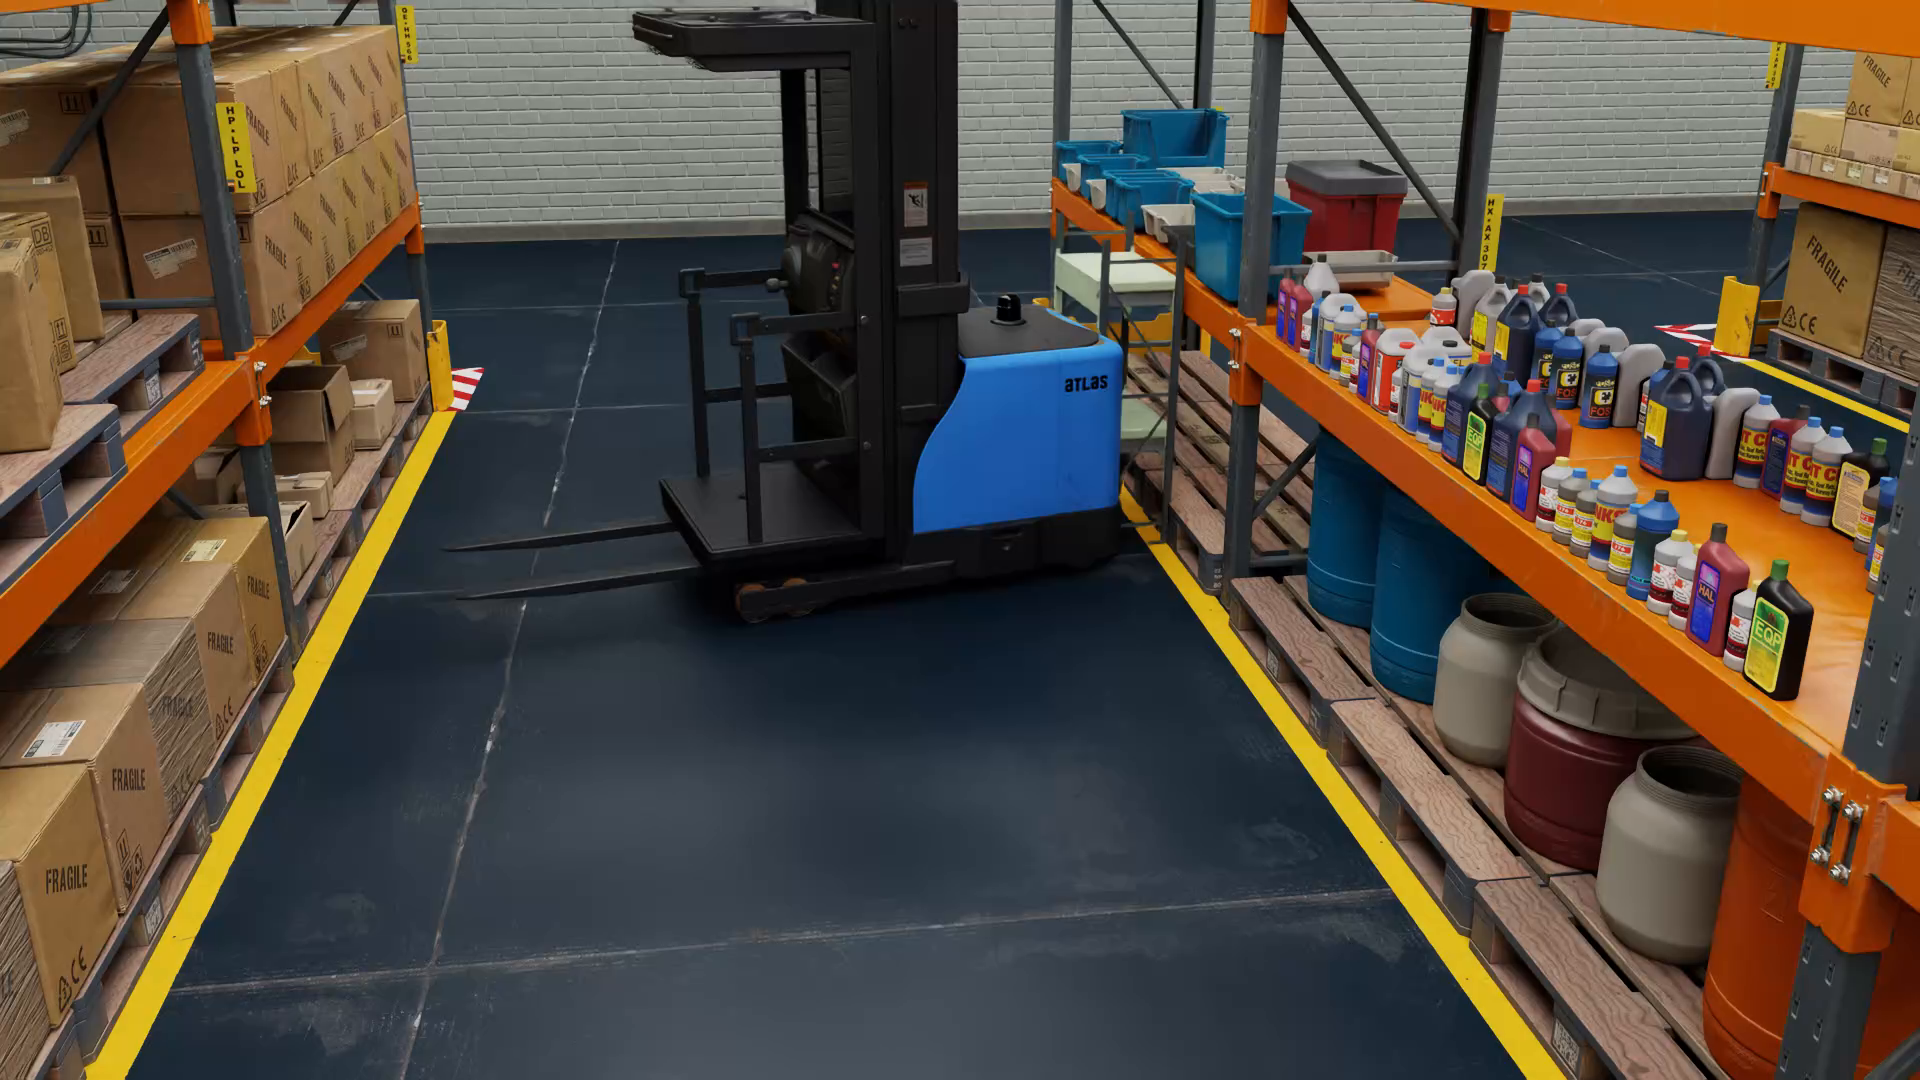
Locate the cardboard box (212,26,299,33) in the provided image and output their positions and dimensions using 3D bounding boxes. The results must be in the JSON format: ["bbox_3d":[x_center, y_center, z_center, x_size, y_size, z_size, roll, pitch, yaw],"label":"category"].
[{"bbox_3d":[-4.005,-2.615,9.357,0.500,0.500,0.500,-2,21,-6],"label":"cardboard box"}]

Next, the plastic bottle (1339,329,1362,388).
[{"bbox_3d":[1.417,-0.655,5.968,0.097,0.201,0.097,0,20,0],"label":"plastic bottle"}]

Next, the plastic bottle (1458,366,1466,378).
[{"bbox_3d":[1.649,-0.469,5.469,0.097,0.201,0.097,0,20,0],"label":"plastic bottle"}]

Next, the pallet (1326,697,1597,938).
[{"bbox_3d":[1.920,0.869,5.588,1.003,0.211,1.213,-3,21,-8],"label":"pallet"}]

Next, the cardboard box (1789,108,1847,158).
[{"bbox_3d":[5.798,-2.654,10.824,0.500,0.250,0.500,-3,21,-9],"label":"cardboard box"}]

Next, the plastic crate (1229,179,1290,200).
[{"bbox_3d":[1.633,-1.640,8.405,0.437,0.282,0.530,-3,21,-8],"label":"plastic crate"}]

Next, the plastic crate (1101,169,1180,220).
[{"bbox_3d":[0.994,-1.906,9.187,0.416,0.233,0.300,-3,21,-8],"label":"plastic crate"}]

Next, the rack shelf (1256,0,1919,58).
[{"bbox_3d":[1.959,-1.506,4.701,1.077,0.370,4.000,-3,21,-8],"label":"rack shelf"}]

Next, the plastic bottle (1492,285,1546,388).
[{"bbox_3d":[2.011,-0.734,5.964,0.144,0.351,0.185,-3,21,-8],"label":"plastic bottle"}]

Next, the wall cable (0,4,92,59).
[{"bbox_3d":[-9.171,-5.347,14.109,3.097,2.526,0.112,-3,21,-8],"label":"wall cable"}]

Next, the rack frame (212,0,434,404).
[{"bbox_3d":[-3.808,-2.266,9.997,1.000,3.000,0.127,-3,21,-8],"label":"rack frame"}]

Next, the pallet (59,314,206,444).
[{"bbox_3d":[-3.224,-0.509,5.567,1.003,0.211,1.213,-3,21,-8],"label":"pallet"}]

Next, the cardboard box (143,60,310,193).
[{"bbox_3d":[-3.095,-1.752,7.049,0.500,0.500,0.500,-4,21,-9],"label":"cardboard box"}]

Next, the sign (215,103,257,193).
[{"bbox_3d":[-2.682,-1.453,6.164,0.100,0.325,0.005,-3,21,-8],"label":"sign"}]

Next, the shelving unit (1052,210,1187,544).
[{"bbox_3d":[0.752,-0.804,8.205,0.431,1.500,0.755,-4,21,-13],"label":"shelving unit"}]

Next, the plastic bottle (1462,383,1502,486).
[{"bbox_3d":[1.557,-0.315,4.938,0.061,0.283,0.133,-3,21,-8],"label":"plastic bottle"}]

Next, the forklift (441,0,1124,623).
[{"bbox_3d":[-0.813,-1.220,7.295,3.031,2.935,1.130,-8,22,-20],"label":"forklift"}]

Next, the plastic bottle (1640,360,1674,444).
[{"bbox_3d":[2.229,-0.433,5.273,0.097,0.271,0.097,0,20,0],"label":"plastic bottle"}]

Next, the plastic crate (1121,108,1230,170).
[{"bbox_3d":[1.328,-2.453,10.360,0.616,0.435,0.499,-3,21,-8],"label":"plastic crate"}]

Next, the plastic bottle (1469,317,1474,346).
[{"bbox_3d":[1.980,-0.777,6.294,0.097,0.201,0.097,0,20,0],"label":"plastic bottle"}]

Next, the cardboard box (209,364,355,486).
[{"bbox_3d":[-3.507,-0.568,8.389,0.797,0.503,0.637,-3,21,-8],"label":"cardboard box"}]

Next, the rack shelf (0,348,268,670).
[{"bbox_3d":[-2.943,0.148,4.560,1.077,0.370,4.000,-3,21,-8],"label":"rack shelf"}]

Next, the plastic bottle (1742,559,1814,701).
[{"bbox_3d":[1.767,0.191,3.584,0.061,0.283,0.133,-3,21,-8],"label":"plastic bottle"}]

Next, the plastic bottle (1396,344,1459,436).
[{"bbox_3d":[1.528,-0.491,5.422,0.152,0.276,0.135,-3,21,-8],"label":"plastic bottle"}]

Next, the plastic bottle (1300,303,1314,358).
[{"bbox_3d":[1.356,-0.803,6.363,0.097,0.201,0.097,0,20,0],"label":"plastic bottle"}]

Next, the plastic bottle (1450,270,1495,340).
[{"bbox_3d":[2.048,-0.952,6.654,0.152,0.276,0.135,-3,21,-8],"label":"plastic bottle"}]

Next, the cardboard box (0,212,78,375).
[{"bbox_3d":[-3.222,-0.715,5.099,0.700,0.500,0.500,0,20,1],"label":"cardboard box"}]

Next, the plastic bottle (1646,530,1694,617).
[{"bbox_3d":[1.721,0.075,4.012,0.097,0.201,0.097,0,20,0],"label":"plastic bottle"}]

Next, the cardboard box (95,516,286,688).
[{"bbox_3d":[-2.876,0.240,6.230,0.500,0.500,0.500,-3,21,-8],"label":"cardboard box"}]

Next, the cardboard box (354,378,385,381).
[{"bbox_3d":[-3.516,-0.824,9.557,0.380,0.166,0.250,-3,21,-8],"label":"cardboard box"}]

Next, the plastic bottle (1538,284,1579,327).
[{"bbox_3d":[2.154,-0.741,5.983,0.144,0.351,0.185,-3,21,-8],"label":"plastic bottle"}]

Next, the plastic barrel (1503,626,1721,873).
[{"bbox_3d":[1.998,0.629,5.093,0.600,0.588,0.708,-3,21,-8],"label":"plastic barrel"}]

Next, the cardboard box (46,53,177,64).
[{"bbox_3d":[-3.709,-1.910,7.472,0.500,0.500,0.500,-3,21,-7],"label":"cardboard box"}]

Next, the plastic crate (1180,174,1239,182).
[{"bbox_3d":[1.419,-2.045,9.696,0.396,0.136,0.243,-3,21,-8],"label":"plastic crate"}]

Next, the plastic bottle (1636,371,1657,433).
[{"bbox_3d":[2.270,-0.450,5.417,0.097,0.201,0.097,0,20,0],"label":"plastic bottle"}]

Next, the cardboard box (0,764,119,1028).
[{"bbox_3d":[-2.586,0.942,4.352,0.500,0.500,0.500,-3,21,-8],"label":"cardboard box"}]

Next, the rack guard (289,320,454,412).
[{"bbox_3d":[-3.797,-1.069,10.364,1.175,0.500,0.348,-3,21,-8],"label":"rack guard"}]

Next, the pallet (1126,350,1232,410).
[{"bbox_3d":[1.175,-0.921,10.380,1.003,0.211,1.213,-3,21,-8],"label":"pallet"}]

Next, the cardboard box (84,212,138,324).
[{"bbox_3d":[-3.557,-1.088,6.700,0.500,0.500,0.500,-3,21,-7],"label":"cardboard box"}]

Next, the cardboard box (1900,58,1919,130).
[{"bbox_3d":[5.951,-2.653,9.750,0.500,0.500,0.500,-3,21,-9],"label":"cardboard box"}]

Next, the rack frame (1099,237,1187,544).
[{"bbox_3d":[0.836,-0.678,7.872,0.400,1.500,0.023,-4,21,-13],"label":"rack frame"}]

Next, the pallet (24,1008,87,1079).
[{"bbox_3d":[-2.725,1.550,3.766,1.003,0.211,1.213,-3,21,-8],"label":"pallet"}]

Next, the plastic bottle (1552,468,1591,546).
[{"bbox_3d":[1.651,-0.093,4.463,0.097,0.201,0.097,0,20,0],"label":"plastic bottle"}]

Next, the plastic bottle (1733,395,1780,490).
[{"bbox_3d":[2.349,-0.292,4.895,0.097,0.271,0.097,0,20,0],"label":"plastic bottle"}]

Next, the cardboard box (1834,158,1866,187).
[{"bbox_3d":[5.796,-2.330,10.526,0.380,0.149,0.250,-3,21,-9],"label":"cardboard box"}]

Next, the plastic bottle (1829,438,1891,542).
[{"bbox_3d":[2.431,-0.145,4.484,0.061,0.283,0.133,-3,21,-8],"label":"plastic bottle"}]

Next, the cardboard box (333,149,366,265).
[{"bbox_3d":[-3.256,-1.645,8.190,0.500,0.500,0.500,-3,21,-9],"label":"cardboard box"}]

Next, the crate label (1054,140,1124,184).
[{"bbox_3d":[0.804,-2.362,10.408,0.416,0.233,0.303,-3,21,-8],"label":"crate label"}]

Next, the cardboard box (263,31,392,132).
[{"bbox_3d":[-3.398,-2.466,8.961,0.500,0.500,0.500,-2,21,-6],"label":"cardboard box"}]
